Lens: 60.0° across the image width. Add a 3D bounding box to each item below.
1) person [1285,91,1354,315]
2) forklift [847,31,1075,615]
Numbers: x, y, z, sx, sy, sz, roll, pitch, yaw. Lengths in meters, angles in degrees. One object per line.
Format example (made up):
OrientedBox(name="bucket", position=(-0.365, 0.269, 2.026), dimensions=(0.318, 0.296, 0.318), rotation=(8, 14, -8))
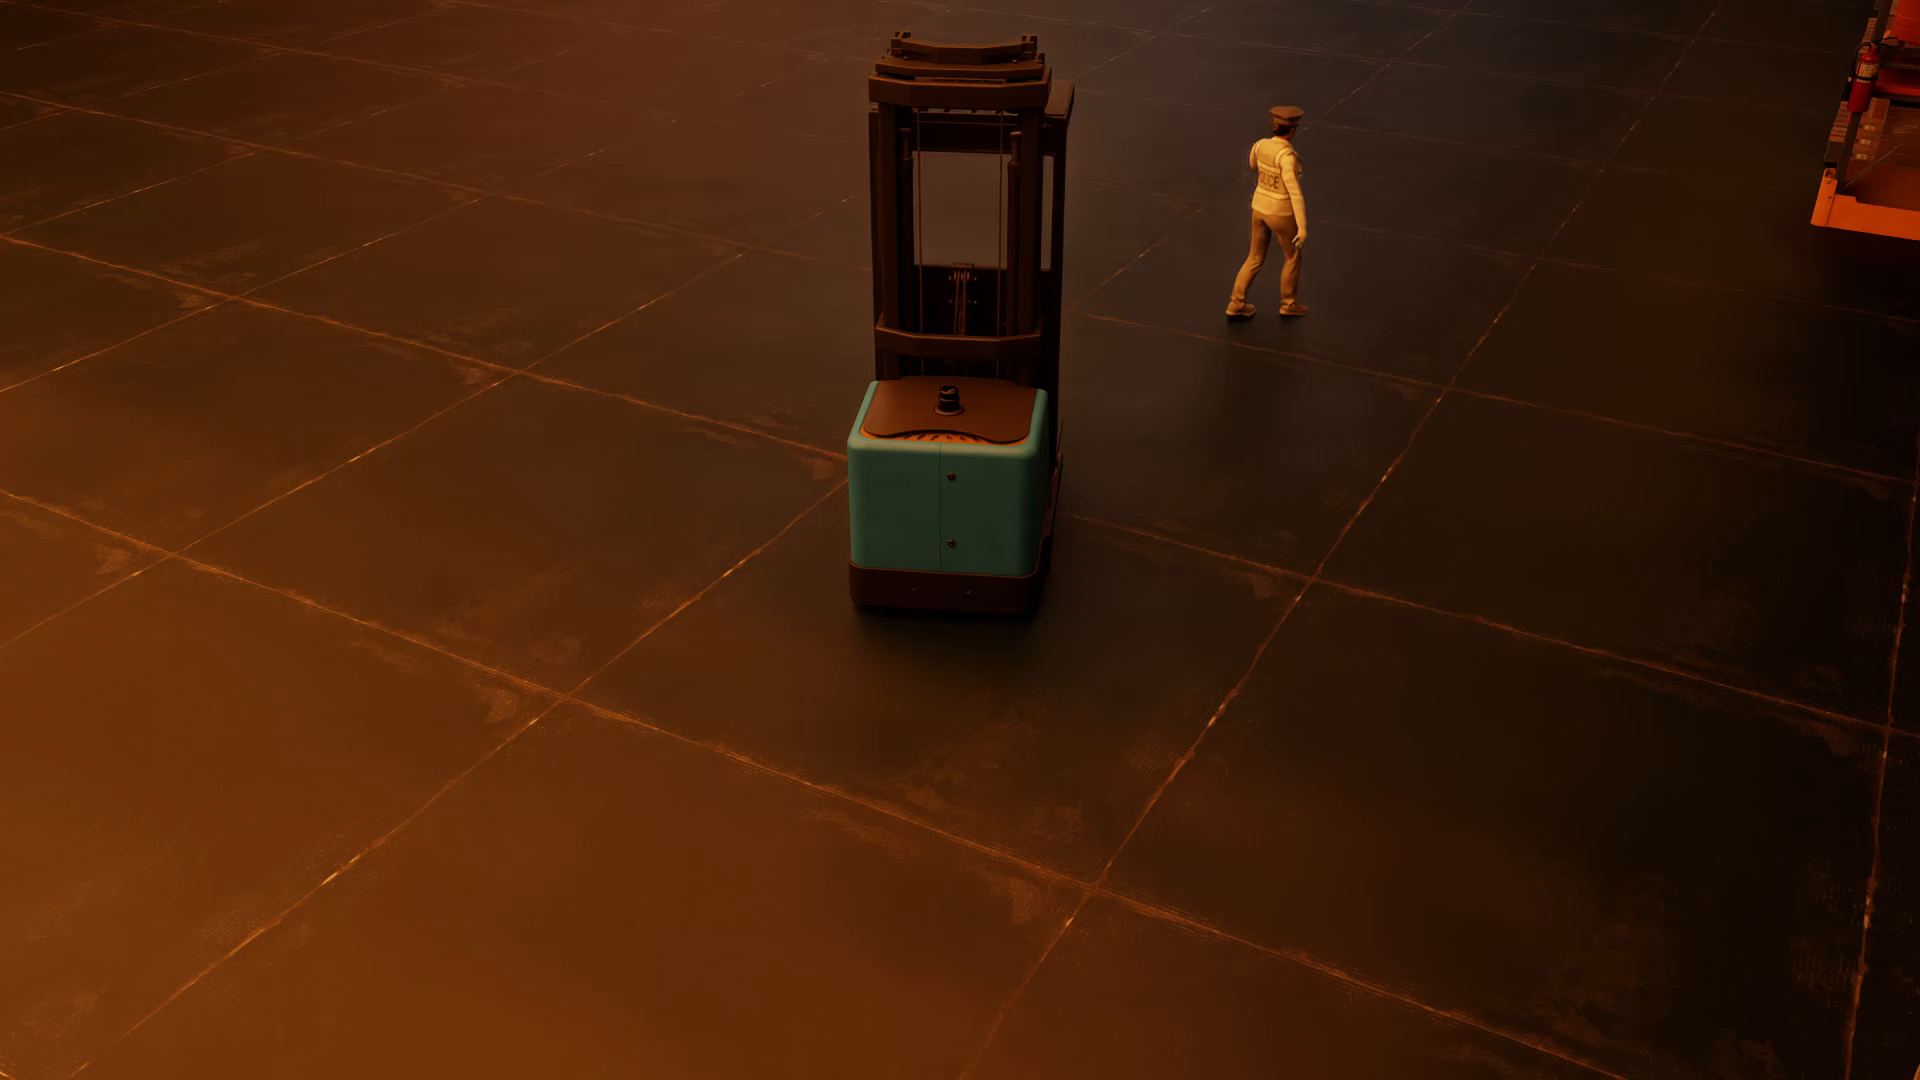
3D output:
OrientedBox(name="person", position=(2.760, -2.591, 12.782), dimensions=(0.531, 1.694, 0.586), rotation=(-13, 32, -21))
OrientedBox(name="forklift", position=(0.072, -1.572, 9.794), dimensions=(1.130, 2.935, 3.031), rotation=(3, 30, 6))
